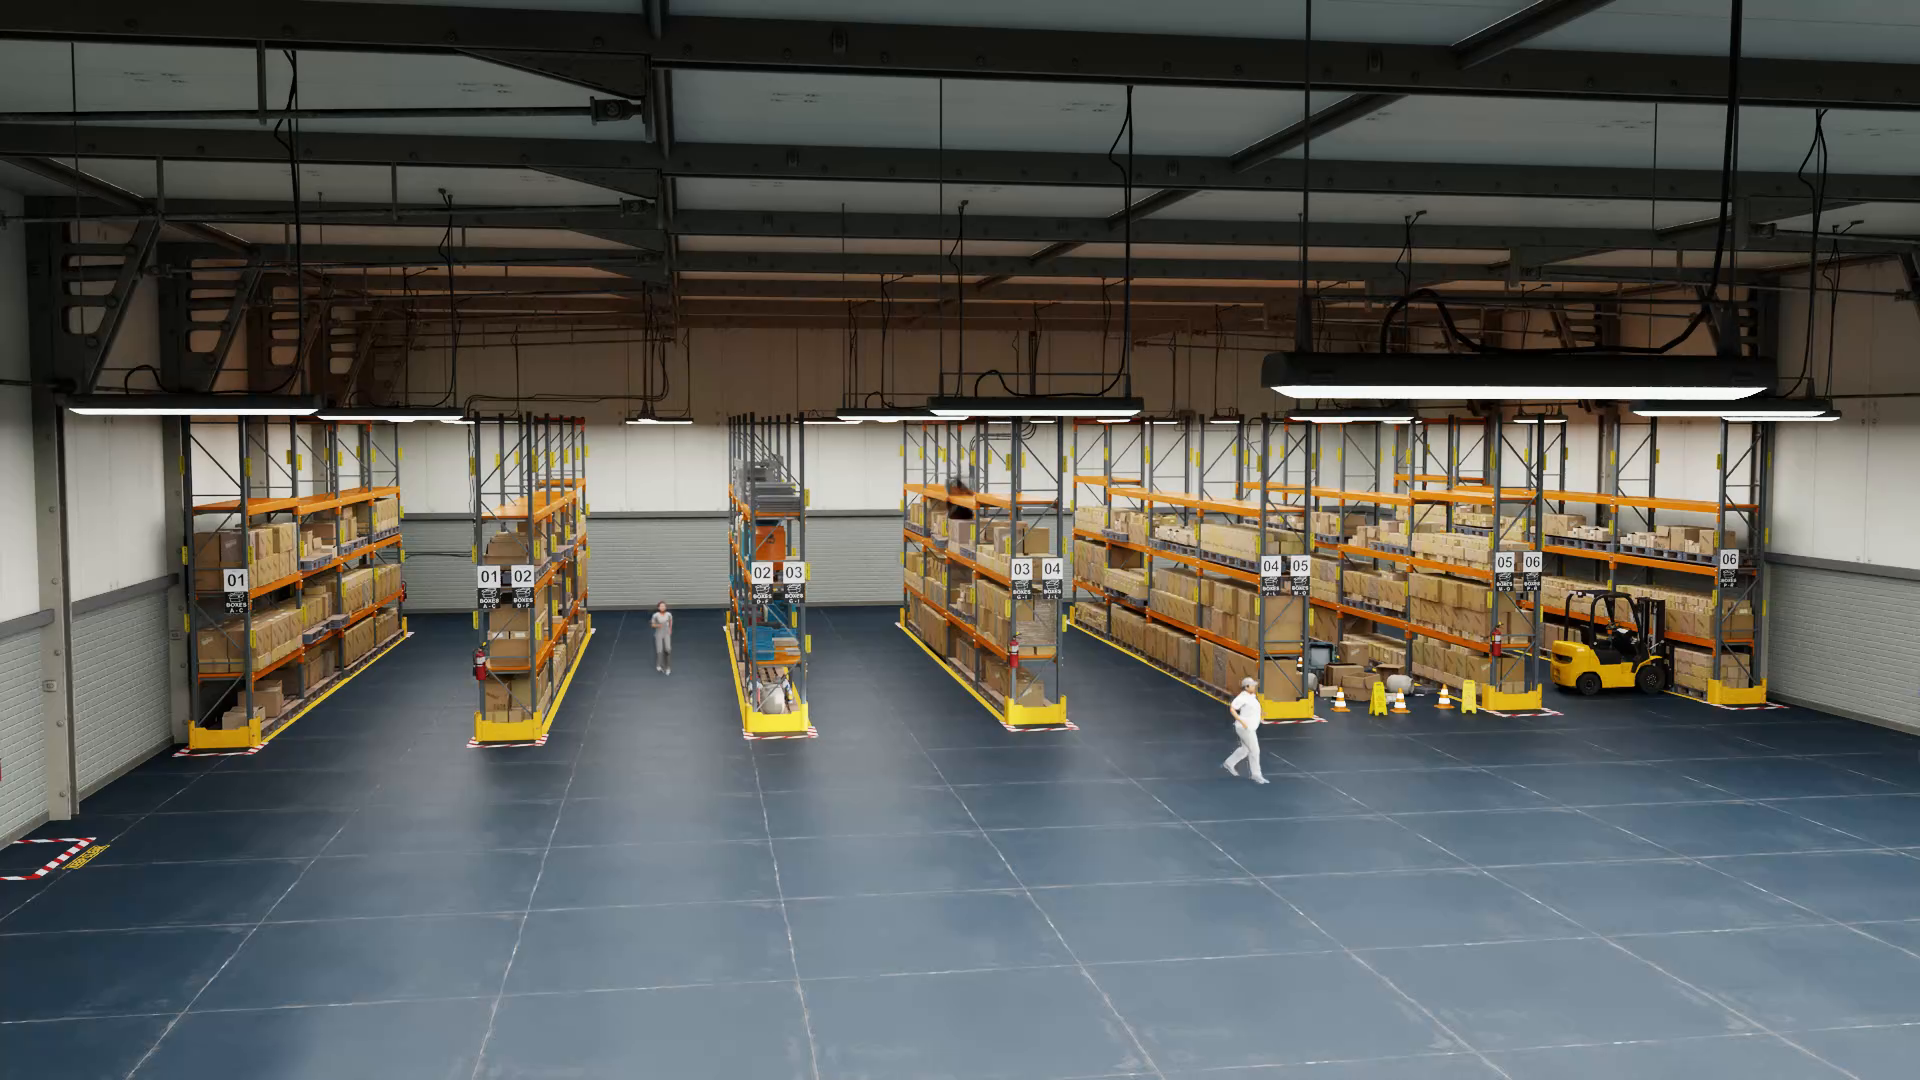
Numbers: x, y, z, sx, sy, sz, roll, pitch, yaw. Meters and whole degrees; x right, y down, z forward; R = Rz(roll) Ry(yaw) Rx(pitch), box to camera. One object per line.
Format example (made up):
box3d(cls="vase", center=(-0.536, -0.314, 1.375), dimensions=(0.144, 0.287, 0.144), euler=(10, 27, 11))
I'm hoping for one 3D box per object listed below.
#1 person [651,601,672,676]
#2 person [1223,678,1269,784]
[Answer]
box3d(cls="person", center=(-6.908, 2.265, 38.564), dimensions=(0.511, 1.713, 0.825), euler=(-1, 4, -17))
box3d(cls="person", center=(4.639, 3.064, 26.889), dimensions=(0.780, 1.689, 0.602), euler=(2, 4, 25))
